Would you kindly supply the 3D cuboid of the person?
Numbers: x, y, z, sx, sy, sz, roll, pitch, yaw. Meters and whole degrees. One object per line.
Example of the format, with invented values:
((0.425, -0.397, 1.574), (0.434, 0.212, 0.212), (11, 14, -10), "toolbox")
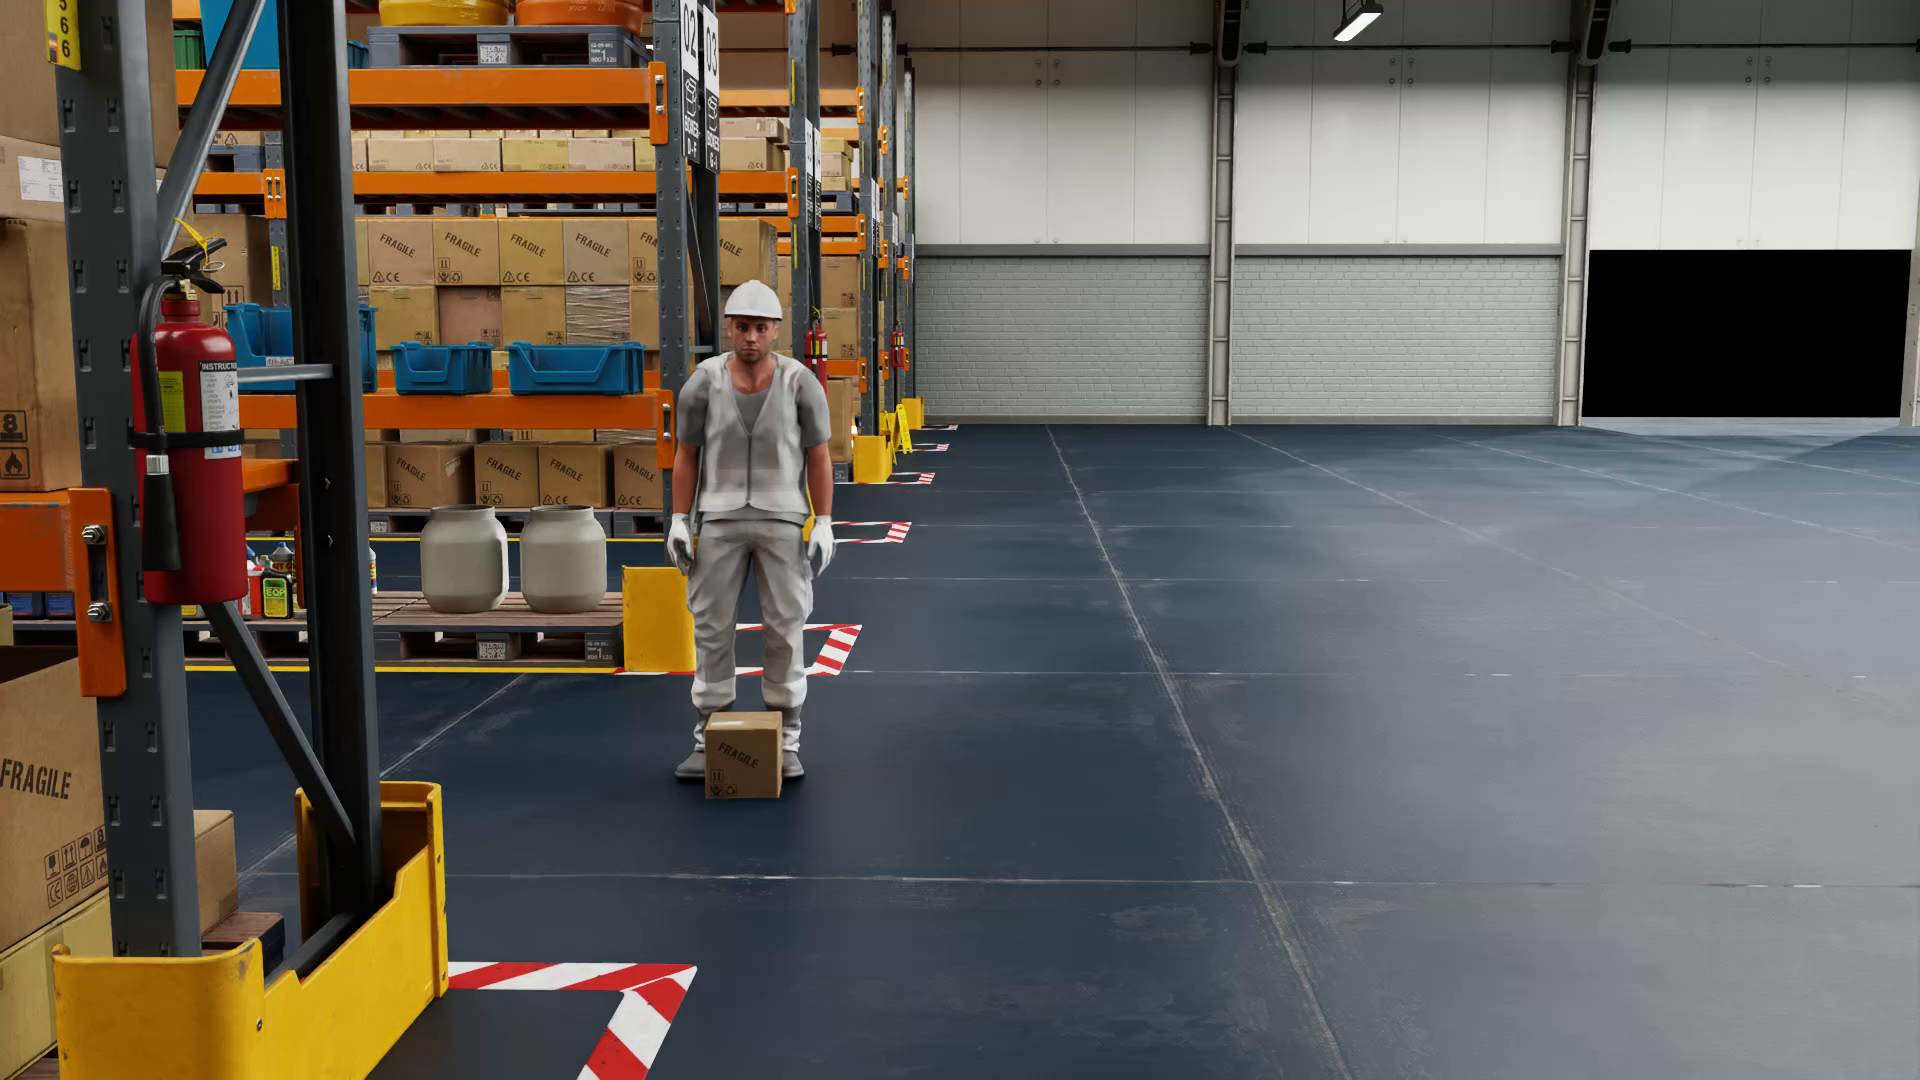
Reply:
((-0.748, -0.031, 5.961), (0.604, 1.777, 0.453), (0, 7, -1), "person")
